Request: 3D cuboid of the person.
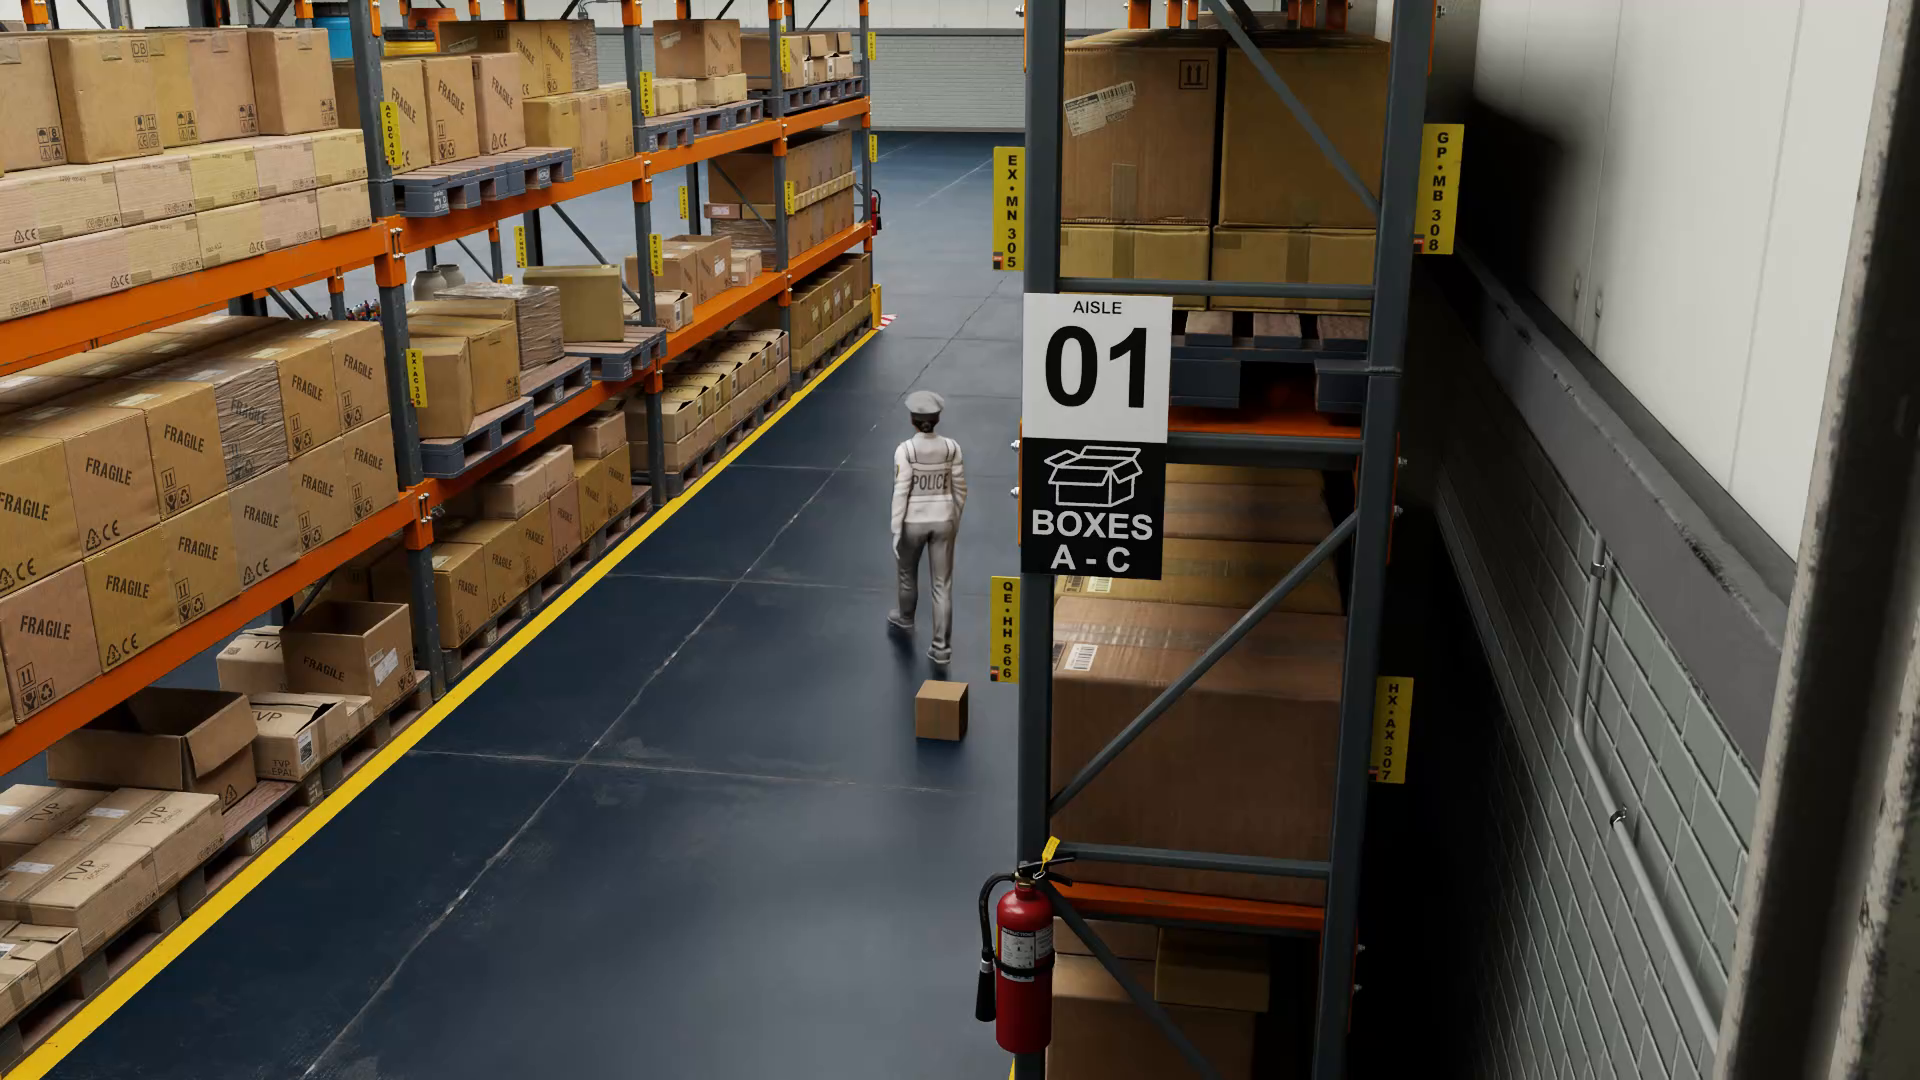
[{"bbox_3d":[-0.204,-0.123,10.374,0.514,1.616,0.968,-4,18,-11],"label":"person"}]
